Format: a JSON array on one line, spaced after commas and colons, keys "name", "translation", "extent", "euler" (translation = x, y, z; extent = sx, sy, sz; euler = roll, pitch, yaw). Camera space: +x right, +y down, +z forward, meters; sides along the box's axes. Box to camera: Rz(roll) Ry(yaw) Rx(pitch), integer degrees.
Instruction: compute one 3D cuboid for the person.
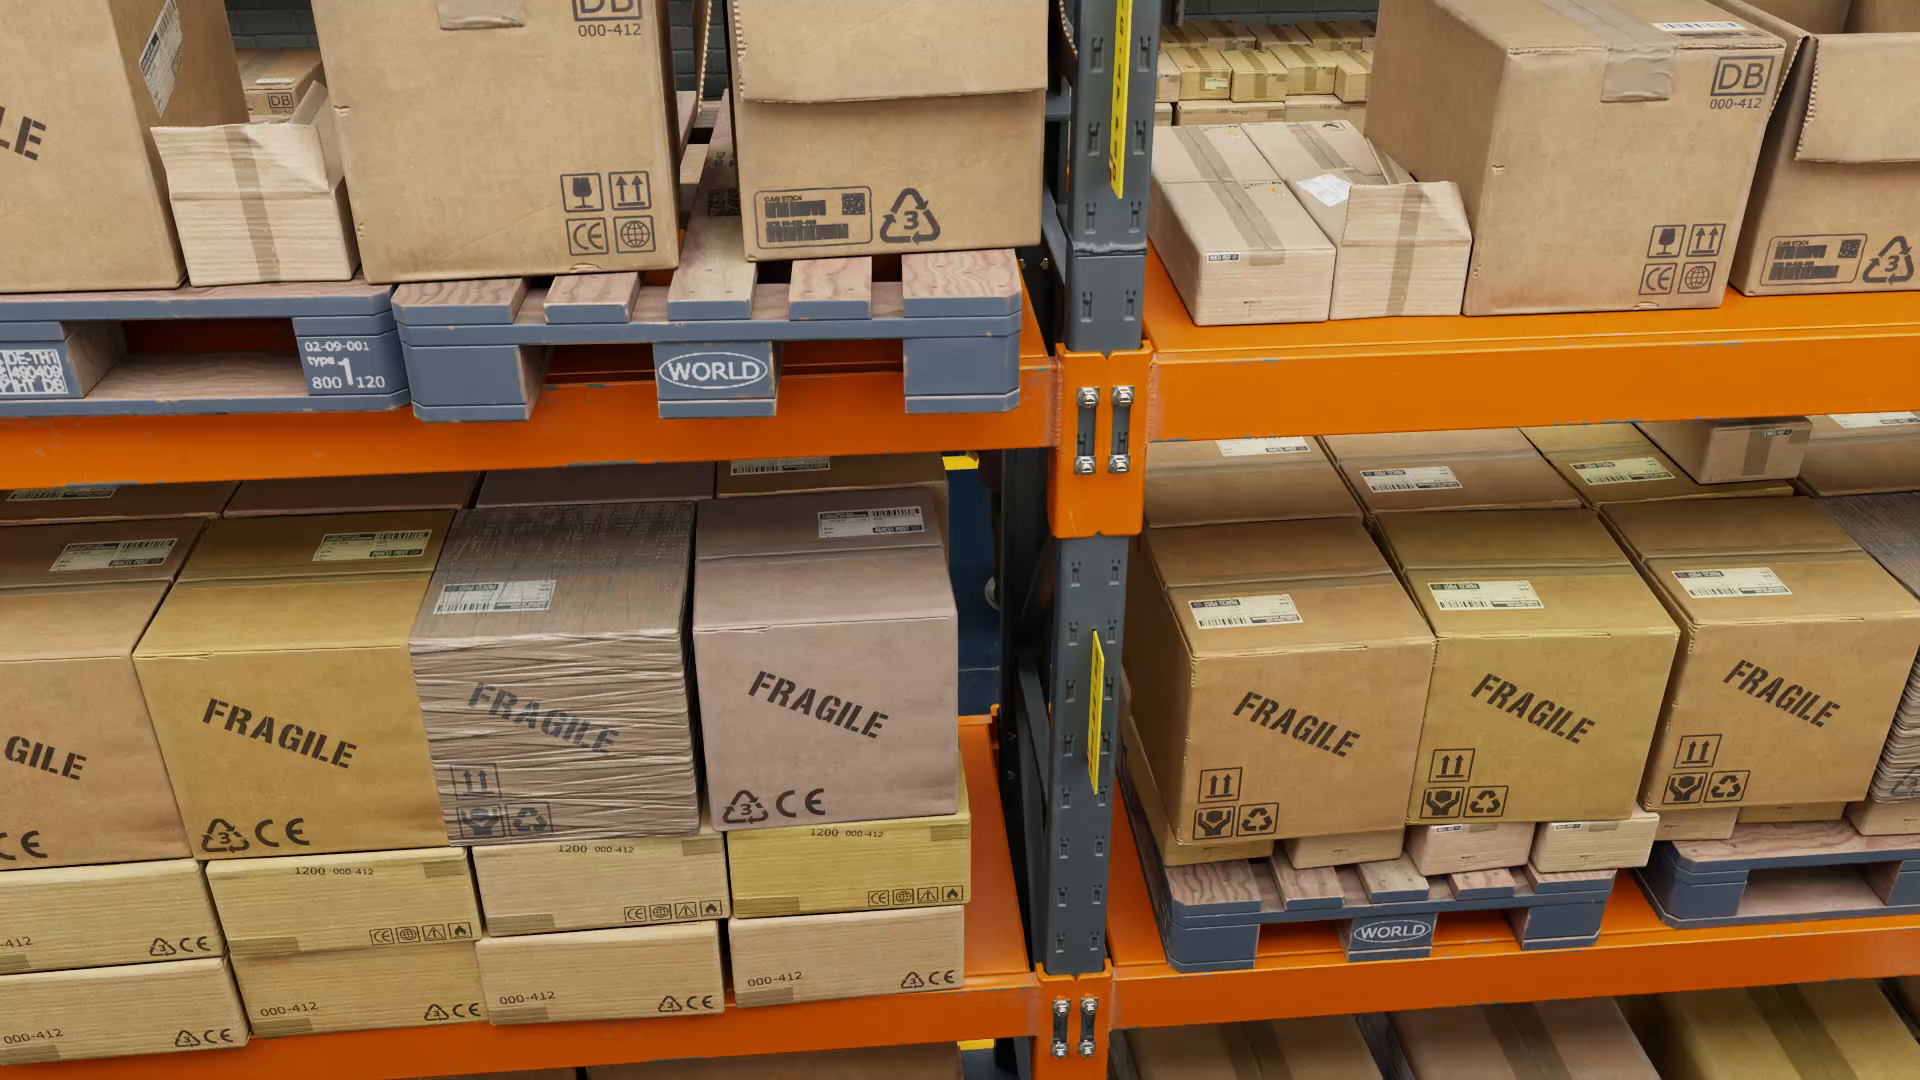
[{"name": "person", "translation": [0.324, -0.454, 6.910], "extent": [0.643, 1.774, 0.423], "euler": [-3, 31, -4]}]
